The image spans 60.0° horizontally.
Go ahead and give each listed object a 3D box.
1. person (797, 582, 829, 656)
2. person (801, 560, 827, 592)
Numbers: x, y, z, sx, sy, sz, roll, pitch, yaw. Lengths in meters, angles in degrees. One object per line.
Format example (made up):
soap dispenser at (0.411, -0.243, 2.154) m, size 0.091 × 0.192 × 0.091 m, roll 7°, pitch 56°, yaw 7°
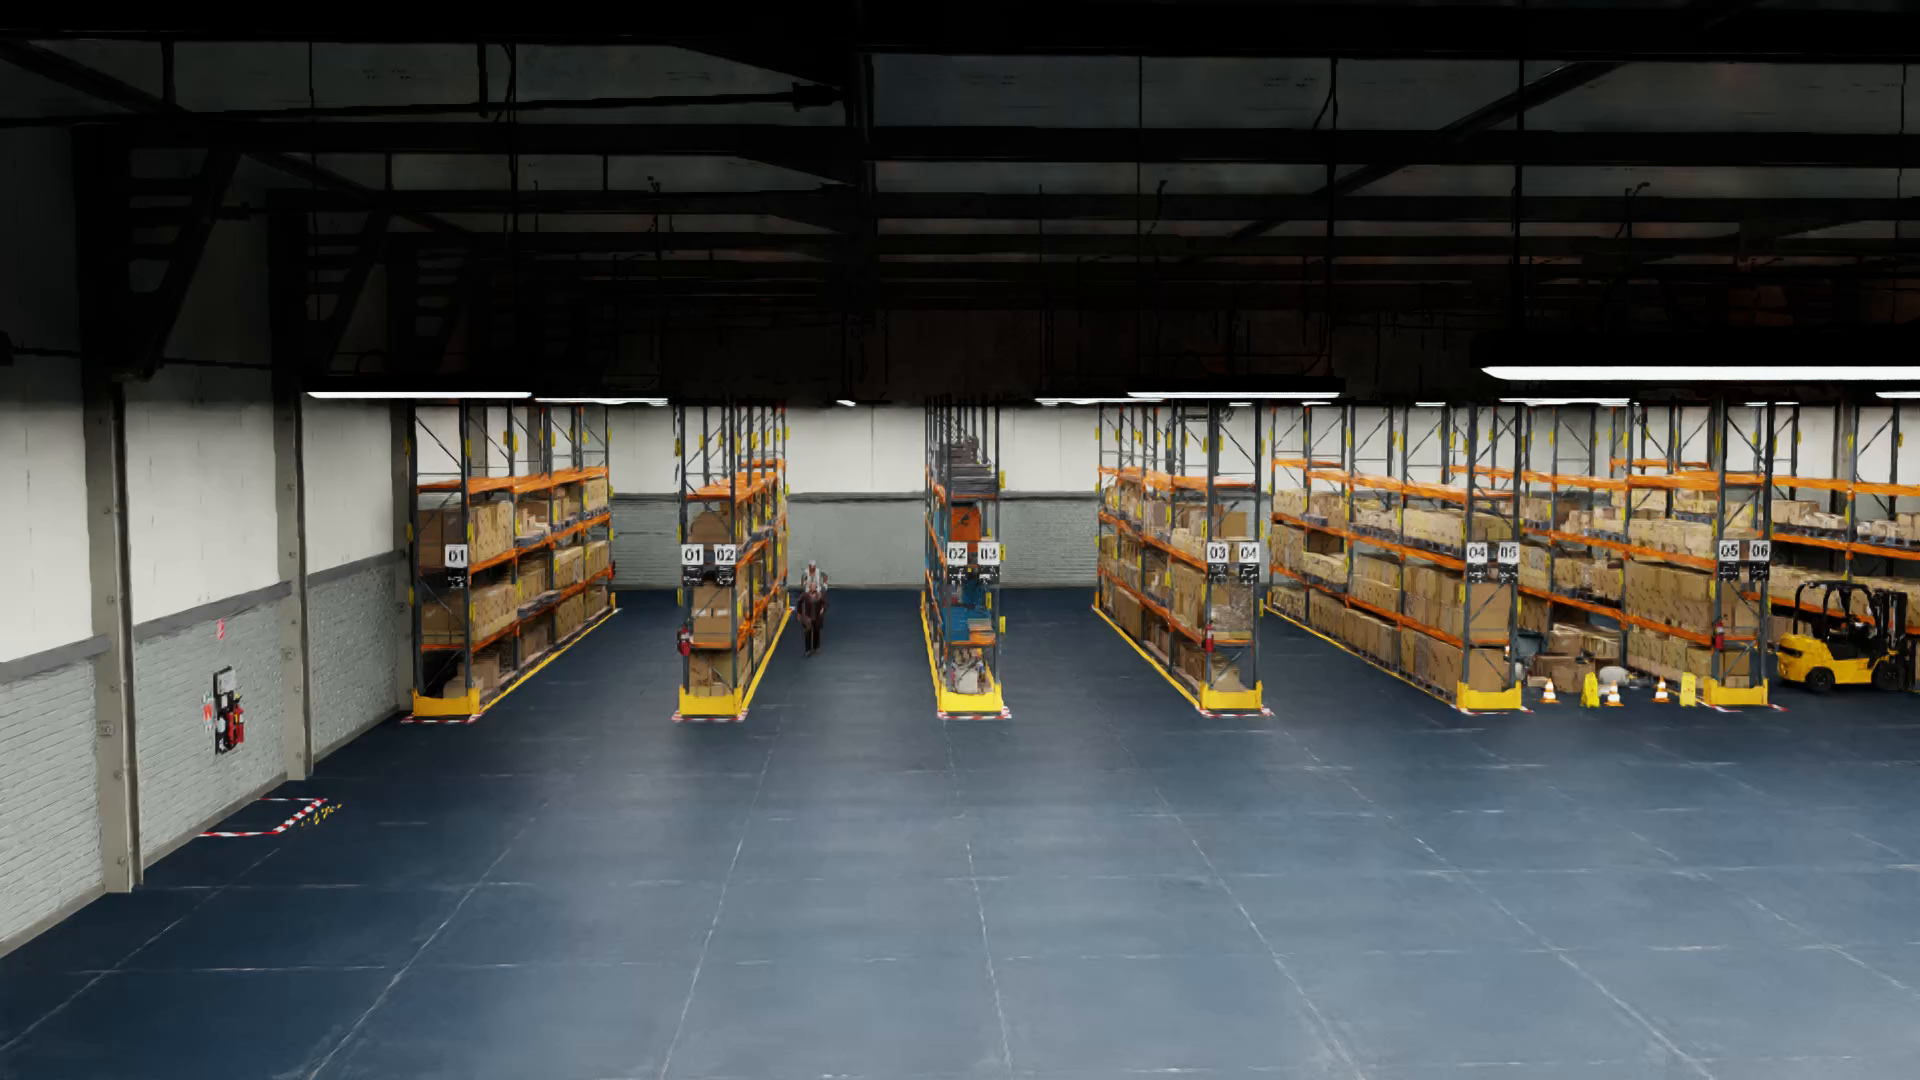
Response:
person at (-3.422, 1.808, 38.696) m, size 0.729 × 1.710 × 0.929 m, roll -1°, pitch 5°, yaw -7°
person at (-3.907, 1.369, 44.437) m, size 0.673 × 1.703 × 0.878 m, roll 0°, pitch 5°, yaw 3°
